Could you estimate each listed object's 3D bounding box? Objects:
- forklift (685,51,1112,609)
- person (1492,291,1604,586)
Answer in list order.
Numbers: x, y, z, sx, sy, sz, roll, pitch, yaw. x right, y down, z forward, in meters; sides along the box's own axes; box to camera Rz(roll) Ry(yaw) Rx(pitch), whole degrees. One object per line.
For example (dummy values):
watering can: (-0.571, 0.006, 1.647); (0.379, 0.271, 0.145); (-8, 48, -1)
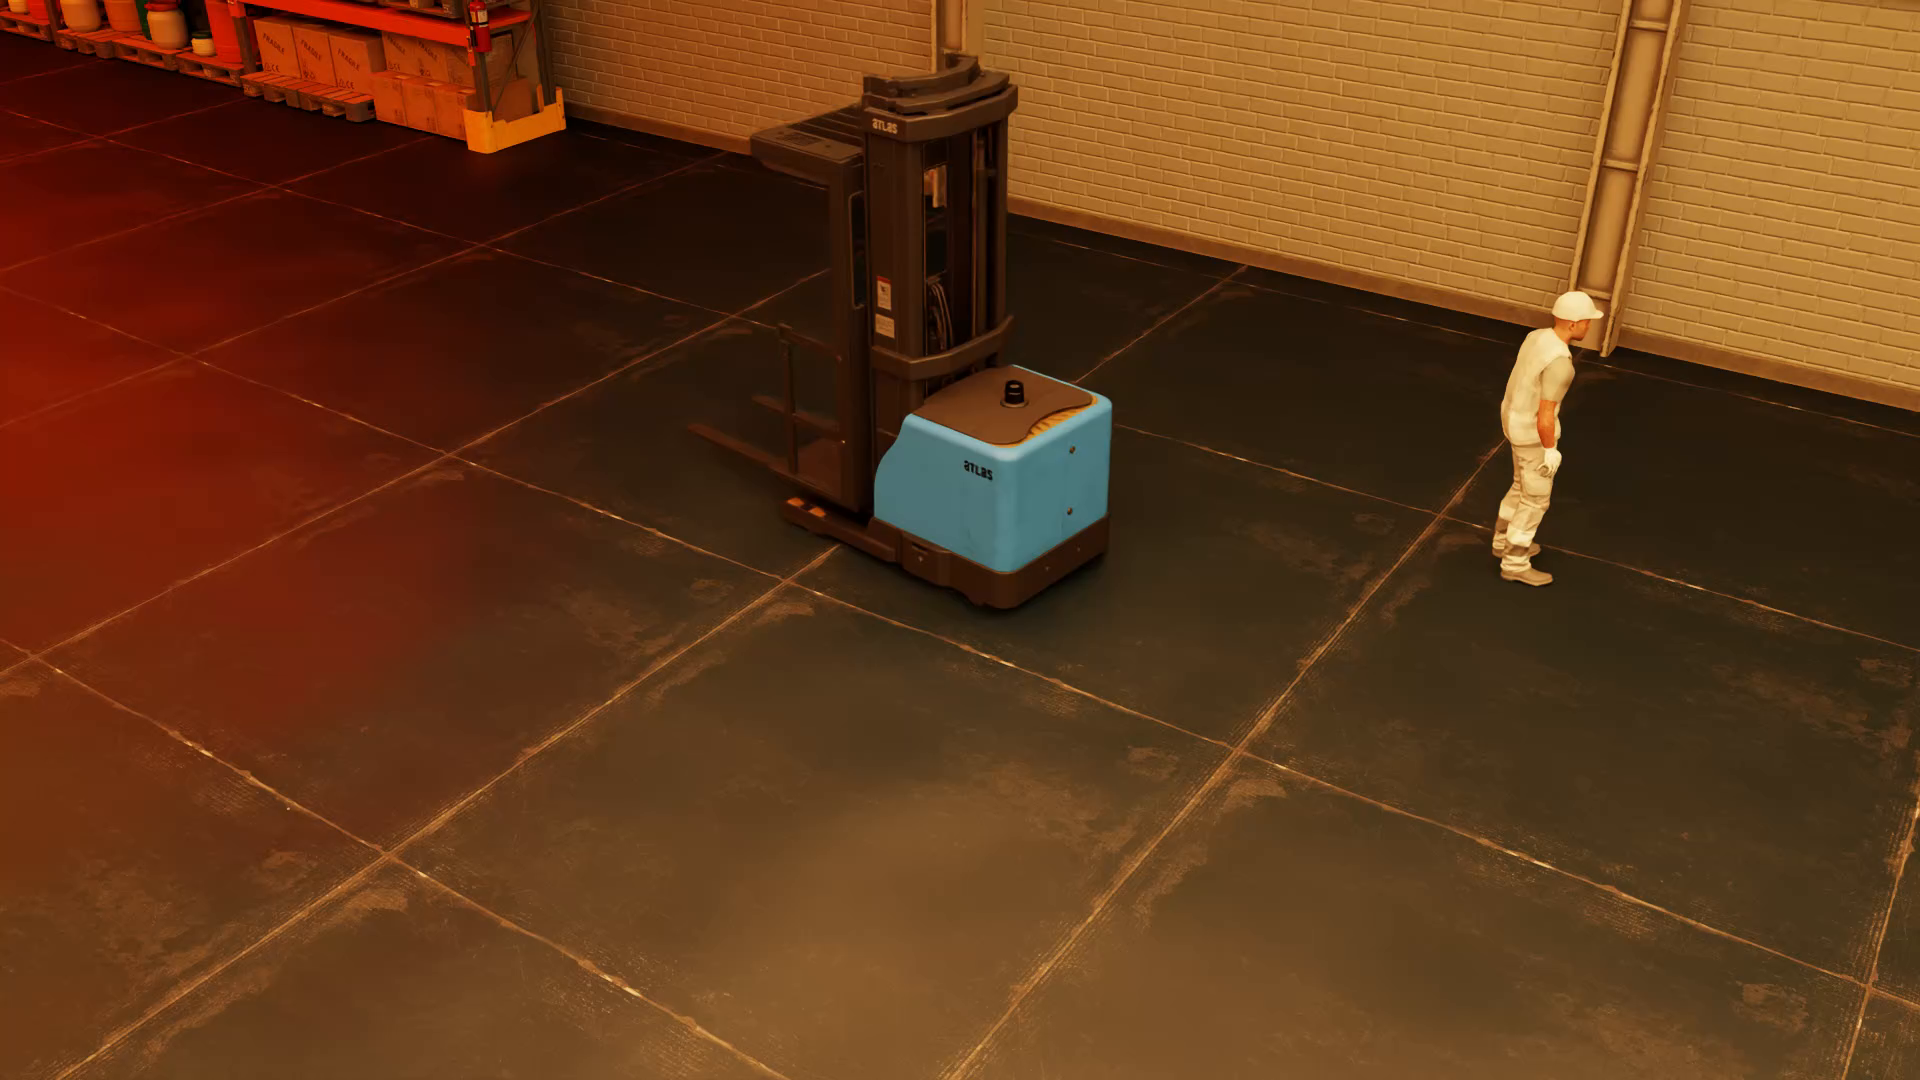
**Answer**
forklift: (-0.527, -1.481, 10.132); (3.031, 2.935, 1.130); (24, 38, 35)
person: (3.417, -0.617, 9.797); (0.453, 1.777, 0.607); (2, 30, 4)
